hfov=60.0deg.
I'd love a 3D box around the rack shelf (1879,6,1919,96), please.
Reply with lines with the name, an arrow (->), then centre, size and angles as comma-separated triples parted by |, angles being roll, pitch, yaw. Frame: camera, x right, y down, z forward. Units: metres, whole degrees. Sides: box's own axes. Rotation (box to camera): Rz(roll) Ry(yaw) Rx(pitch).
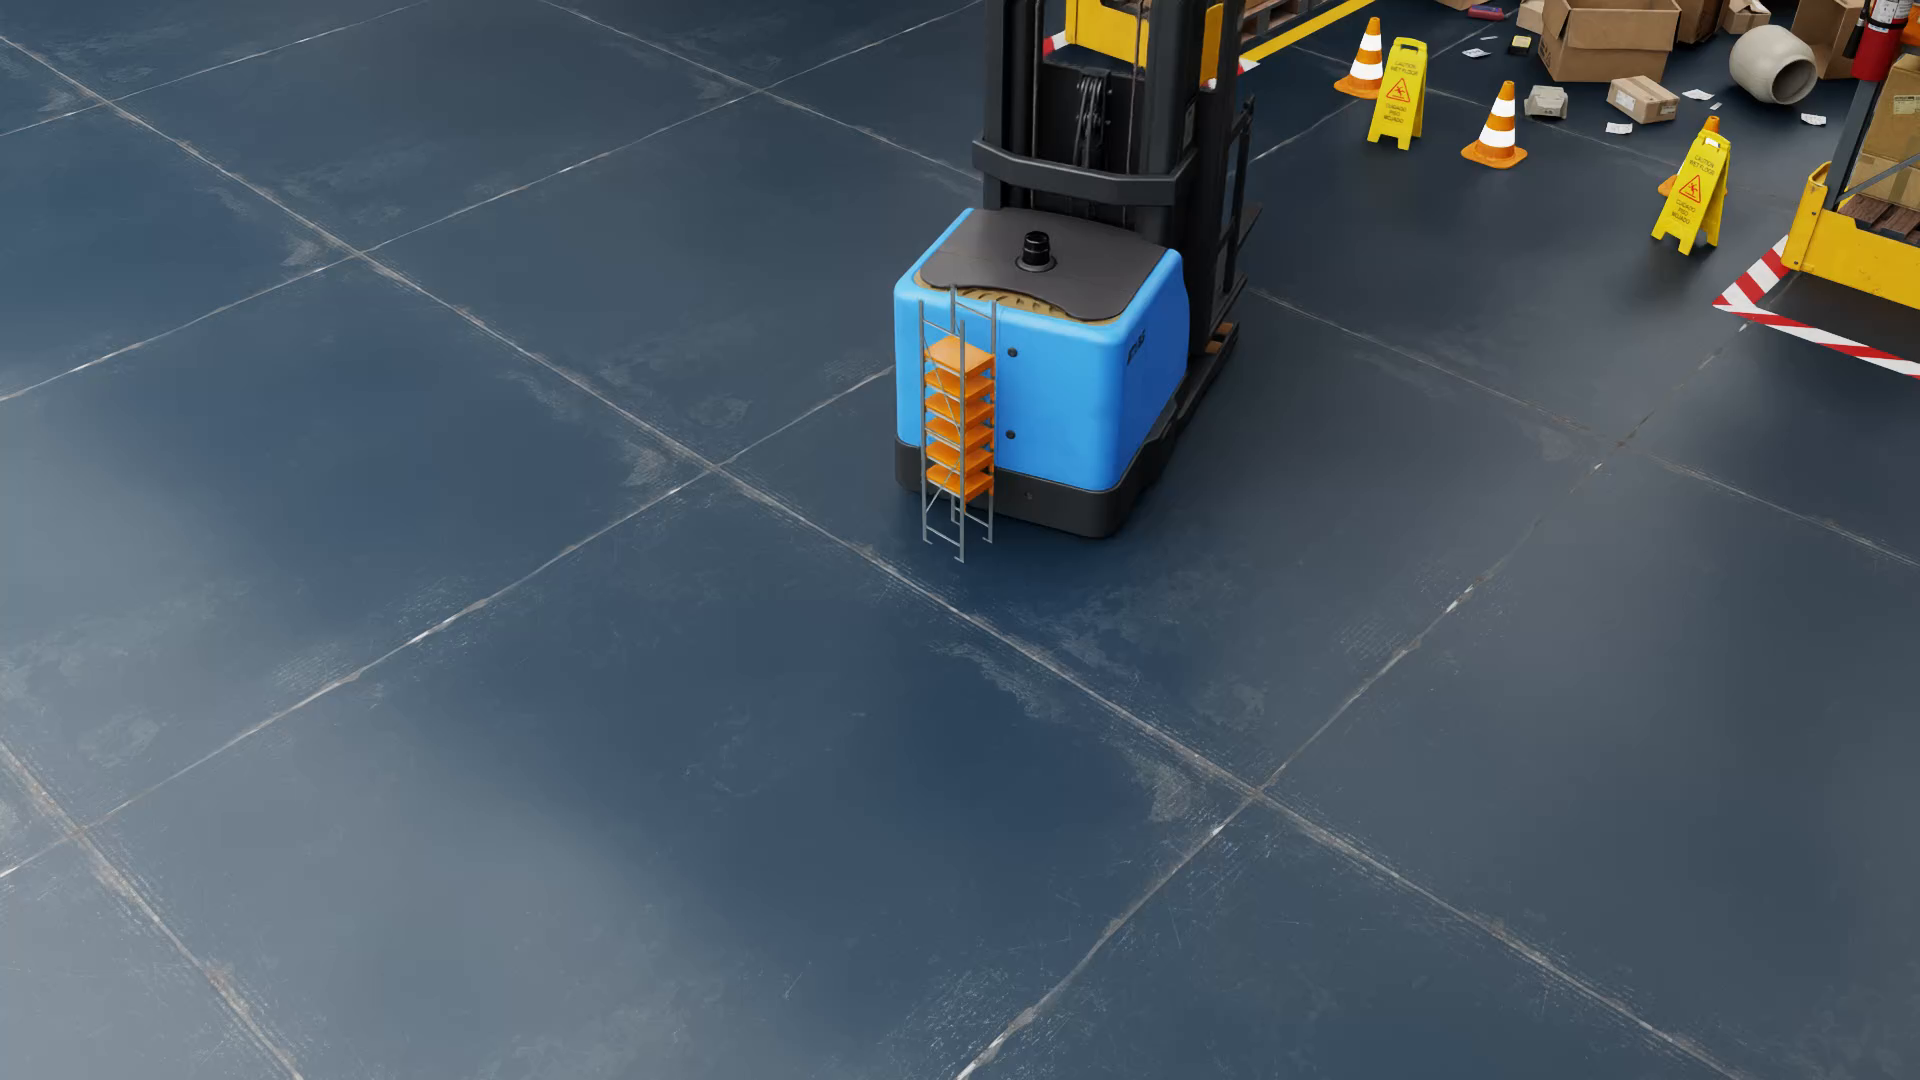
rack shelf -> 6.346, -3.134, 9.360 | 1.077, 0.370, 4.000 | 30, 47, 32

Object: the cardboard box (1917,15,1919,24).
cardboard box -> 5.091, -2.660, 8.388 | 0.380, 0.149, 0.250 | 31, 48, 33

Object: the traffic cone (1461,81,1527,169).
traffic cone -> 3.286, -2.553, 10.089 | 0.336, 0.463, 0.334 | 30, 47, 32

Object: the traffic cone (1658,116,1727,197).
traffic cone -> 4.335, -2.243, 9.700 | 0.336, 0.463, 0.334 | 30, 47, 32

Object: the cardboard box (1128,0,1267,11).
cardboard box -> 1.684, -4.201, 11.493 | 0.875, 0.875, 0.875 | 30, 47, 32

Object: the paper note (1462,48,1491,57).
paper note -> 3.558, -3.355, 11.446 | 0.142, 0.017, 0.144 | -18, 42, -21

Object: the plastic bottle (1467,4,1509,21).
plastic bottle -> 3.809, -3.792, 11.970 | 0.283, 0.061, 0.133 | 14, 41, 17

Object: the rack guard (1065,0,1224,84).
rack guard -> 1.259, -3.540, 11.300 | 1.175, 0.500, 0.348 | 30, 47, 32

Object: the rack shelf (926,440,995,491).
rack shelf -> -0.010, -0.334, 6.971 | 0.258, 0.103, 0.180 | 30, 47, 32

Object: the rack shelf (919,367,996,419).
rack shelf -> -0.010, -0.616, 6.746 | 0.258, 0.103, 0.180 | 30, 47, 32

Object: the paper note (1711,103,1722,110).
paper note -> 4.904, -2.813, 10.780 | 0.032, 0.001, 0.123 | 30, 47, 32

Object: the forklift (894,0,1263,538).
forklift -> 0.765, -2.074, 7.503 | 1.130, 2.935, 3.031 | 15, 41, 18

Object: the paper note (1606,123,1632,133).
paper note -> 4.165, -2.605, 10.502 | 0.148, 0.019, 0.142 | 14, 41, 17

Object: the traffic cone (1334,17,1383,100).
traffic cone -> 2.681, -3.184, 10.882 | 0.336, 0.463, 0.334 | 30, 47, 32

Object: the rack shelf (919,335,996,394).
rack shelf -> -0.010, -0.710, 6.672 | 0.258, 0.103, 0.180 | 30, 47, 32

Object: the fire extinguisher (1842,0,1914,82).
fire extinguisher -> 4.580, -2.608, 8.182 | 0.296, 0.674, 0.183 | 30, 47, 32

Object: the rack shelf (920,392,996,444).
rack shelf -> -0.010, -0.522, 6.821 | 0.258, 0.103, 0.180 | 30, 47, 32

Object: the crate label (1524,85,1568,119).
crate label -> 3.771, -2.813, 10.678 | 0.250, 0.136, 0.298 | 8, 39, 10

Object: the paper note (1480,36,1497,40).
paper note -> 3.713, -3.525, 11.675 | 0.123, 0.001, 0.032 | -11, 40, -14

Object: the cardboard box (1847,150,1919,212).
cardboard box -> 5.360, -2.081, 9.328 | 0.500, 0.250, 0.500 | 29, 47, 32

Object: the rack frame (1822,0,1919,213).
rack frame -> 4.997, -2.497, 7.980 | 1.000, 3.000, 0.127 | 30, 47, 32

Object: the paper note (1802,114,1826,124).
paper note -> 5.448, -2.689, 10.607 | 0.142, 0.019, 0.148 | 14, 41, 17

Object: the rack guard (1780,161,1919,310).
rack guard -> 5.048, -1.554, 8.802 | 1.175, 0.500, 0.348 | 30, 47, 32

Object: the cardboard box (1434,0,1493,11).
cardboard box -> 3.684, -4.245, 12.185 | 0.500, 0.500, 0.500 | -26, 45, -29

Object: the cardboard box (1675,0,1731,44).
cardboard box -> 4.938, -3.876, 11.611 | 0.797, 0.637, 0.503 | 30, 47, 32

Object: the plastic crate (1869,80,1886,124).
plastic crate -> 6.031, -2.815, 10.726 | 0.402, 0.080, 0.583 | 14, 41, 17

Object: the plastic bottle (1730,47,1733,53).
plastic bottle -> 5.441, -3.379, 11.451 | 0.283, 0.061, 0.133 | -26, 45, -29

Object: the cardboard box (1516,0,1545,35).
cardboard box -> 4.173, -3.734, 11.732 | 0.258, 0.266, 0.396 | -26, 45, -29

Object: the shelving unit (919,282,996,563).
shelving unit -> -0.010, -0.463, 6.868 | 0.258, 1.200, 0.189 | 30, 47, 32

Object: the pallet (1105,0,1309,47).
pallet -> 1.757, -3.838, 11.907 | 1.003, 0.211, 1.213 | 30, 47, 32

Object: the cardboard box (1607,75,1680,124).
cardboard box -> 4.390, -2.831, 10.691 | 0.250, 0.149, 0.380 | -11, 40, -14

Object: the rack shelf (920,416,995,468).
rack shelf -> -0.010, -0.428, 6.896 | 0.258, 0.103, 0.180 | 30, 47, 32

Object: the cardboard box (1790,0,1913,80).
cardboard box -> 5.968, -3.437, 11.168 | 0.500, 0.500, 0.500 | -5, 39, -6

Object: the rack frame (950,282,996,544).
rack frame -> 0.052, -0.505, 6.921 | 0.240, 1.200, 0.006 | 30, 47, 32

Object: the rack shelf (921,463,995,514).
rack shelf -> -0.010, -0.240, 7.045 | 0.258, 0.103, 0.180 | 30, 47, 32

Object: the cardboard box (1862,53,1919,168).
cardboard box -> 5.345, -2.356, 9.073 | 0.500, 0.500, 0.500 | 30, 47, 32

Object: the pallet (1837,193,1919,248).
pallet -> 5.622, -1.799, 9.343 | 1.003, 0.211, 1.213 | 30, 47, 32

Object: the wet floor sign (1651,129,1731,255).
wet floor sign -> 4.079, -1.938, 9.168 | 0.232, 0.644, 0.267 | -18, 42, -21

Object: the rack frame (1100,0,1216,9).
rack frame -> 1.275, -4.529, 10.536 | 1.000, 3.000, 0.127 | 30, 47, 32

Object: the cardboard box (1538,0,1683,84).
cardboard box -> 4.313, -3.390, 11.109 | 0.797, 0.503, 0.637 | 2, 39, 2

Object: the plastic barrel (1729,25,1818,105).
plastic barrel -> 5.273, -3.073, 10.775 | 0.421, 0.421, 0.512 | -5, 39, -6

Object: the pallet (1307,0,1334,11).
pallet -> 2.580, -4.396, 12.609 | 1.003, 0.211, 1.213 | 30, 47, 32

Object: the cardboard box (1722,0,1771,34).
cardboard box -> 5.562, -3.792, 11.805 | 0.258, 0.266, 0.396 | 2, 39, 2

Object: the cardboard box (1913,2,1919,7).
cardboard box -> 5.180, -2.823, 8.593 | 0.380, 0.149, 0.250 | 29, 47, 31

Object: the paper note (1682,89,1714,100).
paper note -> 4.849, -2.928, 10.917 | 0.142, 0.019, 0.148 | -18, 42, -21

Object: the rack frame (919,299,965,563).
rack frame -> -0.071, -0.421, 6.815 | 0.240, 1.200, 0.006 | 30, 47, 32

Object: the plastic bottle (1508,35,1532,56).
plastic bottle -> 3.886, -3.440, 11.527 | 0.133, 0.061, 0.283 | 14, 41, 17

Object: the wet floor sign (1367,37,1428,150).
wet floor sign -> 2.717, -2.763, 10.206 | 0.267, 0.644, 0.232 | 22, 43, 25
